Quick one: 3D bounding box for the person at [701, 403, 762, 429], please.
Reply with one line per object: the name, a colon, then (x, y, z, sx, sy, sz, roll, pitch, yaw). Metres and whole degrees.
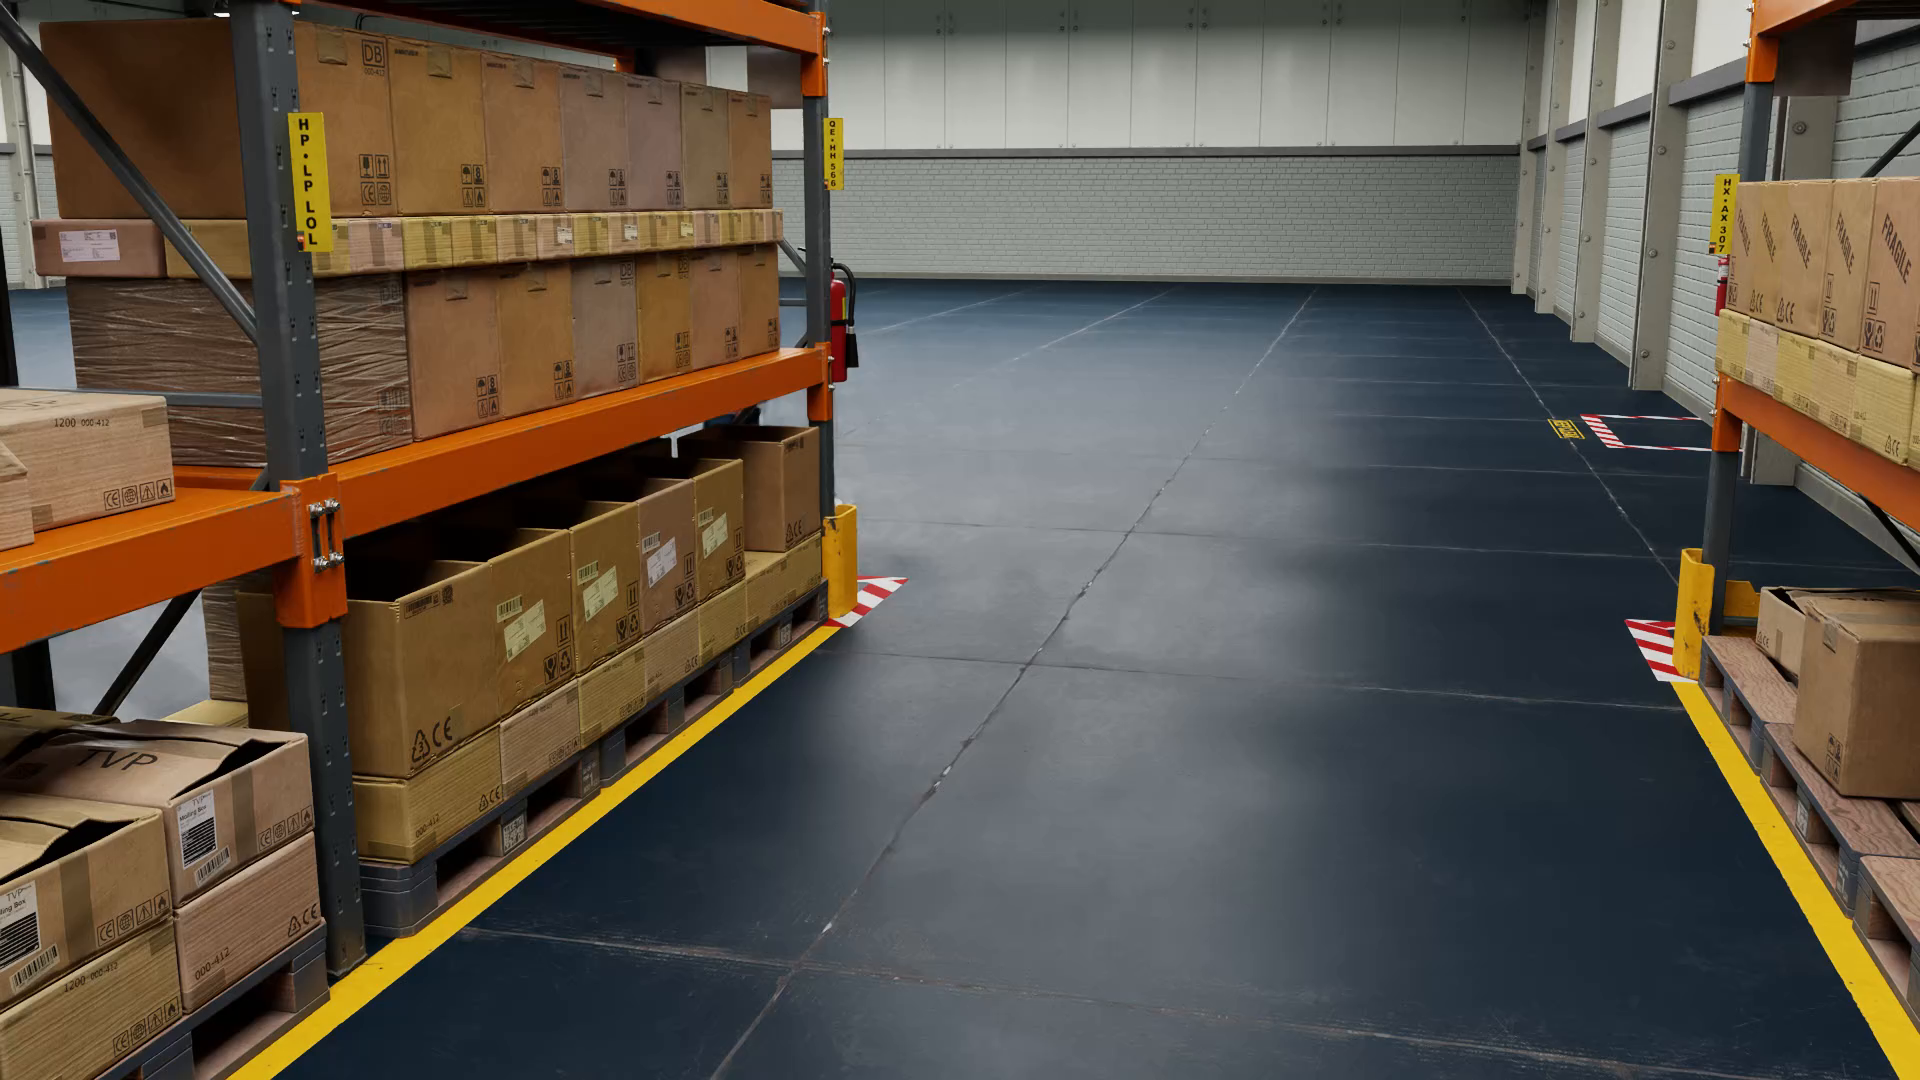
person: (-1.362, -0.733, 9.482, 0.809, 1.590, 0.423, 2, 12, 10)
